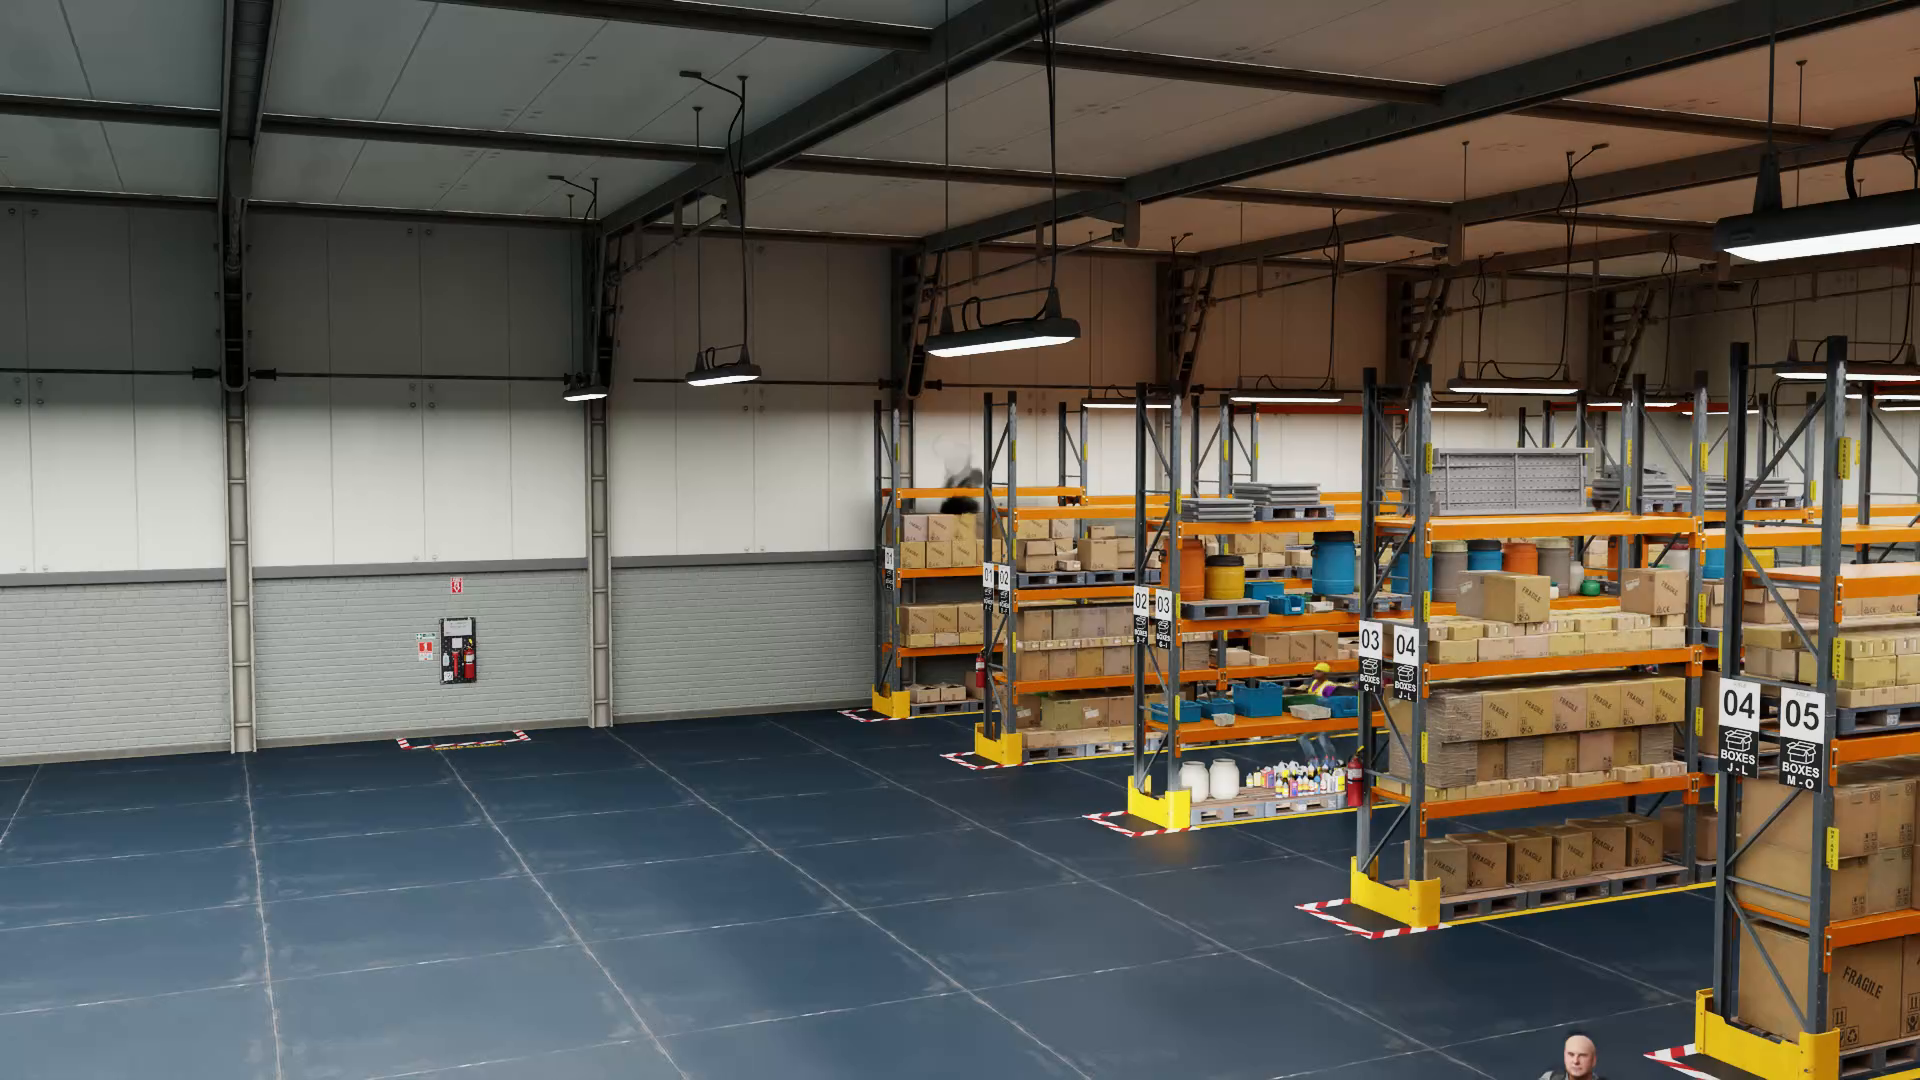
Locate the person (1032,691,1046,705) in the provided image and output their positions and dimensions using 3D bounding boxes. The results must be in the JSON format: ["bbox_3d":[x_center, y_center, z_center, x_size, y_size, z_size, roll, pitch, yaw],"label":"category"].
[{"bbox_3d":[1.449,2.512,29.747,0.937,1.804,0.657,-2,4,-31],"label":"person"}]

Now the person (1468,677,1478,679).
[{"bbox_3d":[8.670,2.671,27.956,0.849,1.771,0.673,-2,4,-25],"label":"person"}]

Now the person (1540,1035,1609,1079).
[{"bbox_3d":[3.606,3.708,9.613,0.653,1.719,0.909,2,4,26],"label":"person"}]

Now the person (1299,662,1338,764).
[{"bbox_3d":[5.553,2.789,25.732,0.728,1.801,0.670,-2,4,-30],"label":"person"}]
